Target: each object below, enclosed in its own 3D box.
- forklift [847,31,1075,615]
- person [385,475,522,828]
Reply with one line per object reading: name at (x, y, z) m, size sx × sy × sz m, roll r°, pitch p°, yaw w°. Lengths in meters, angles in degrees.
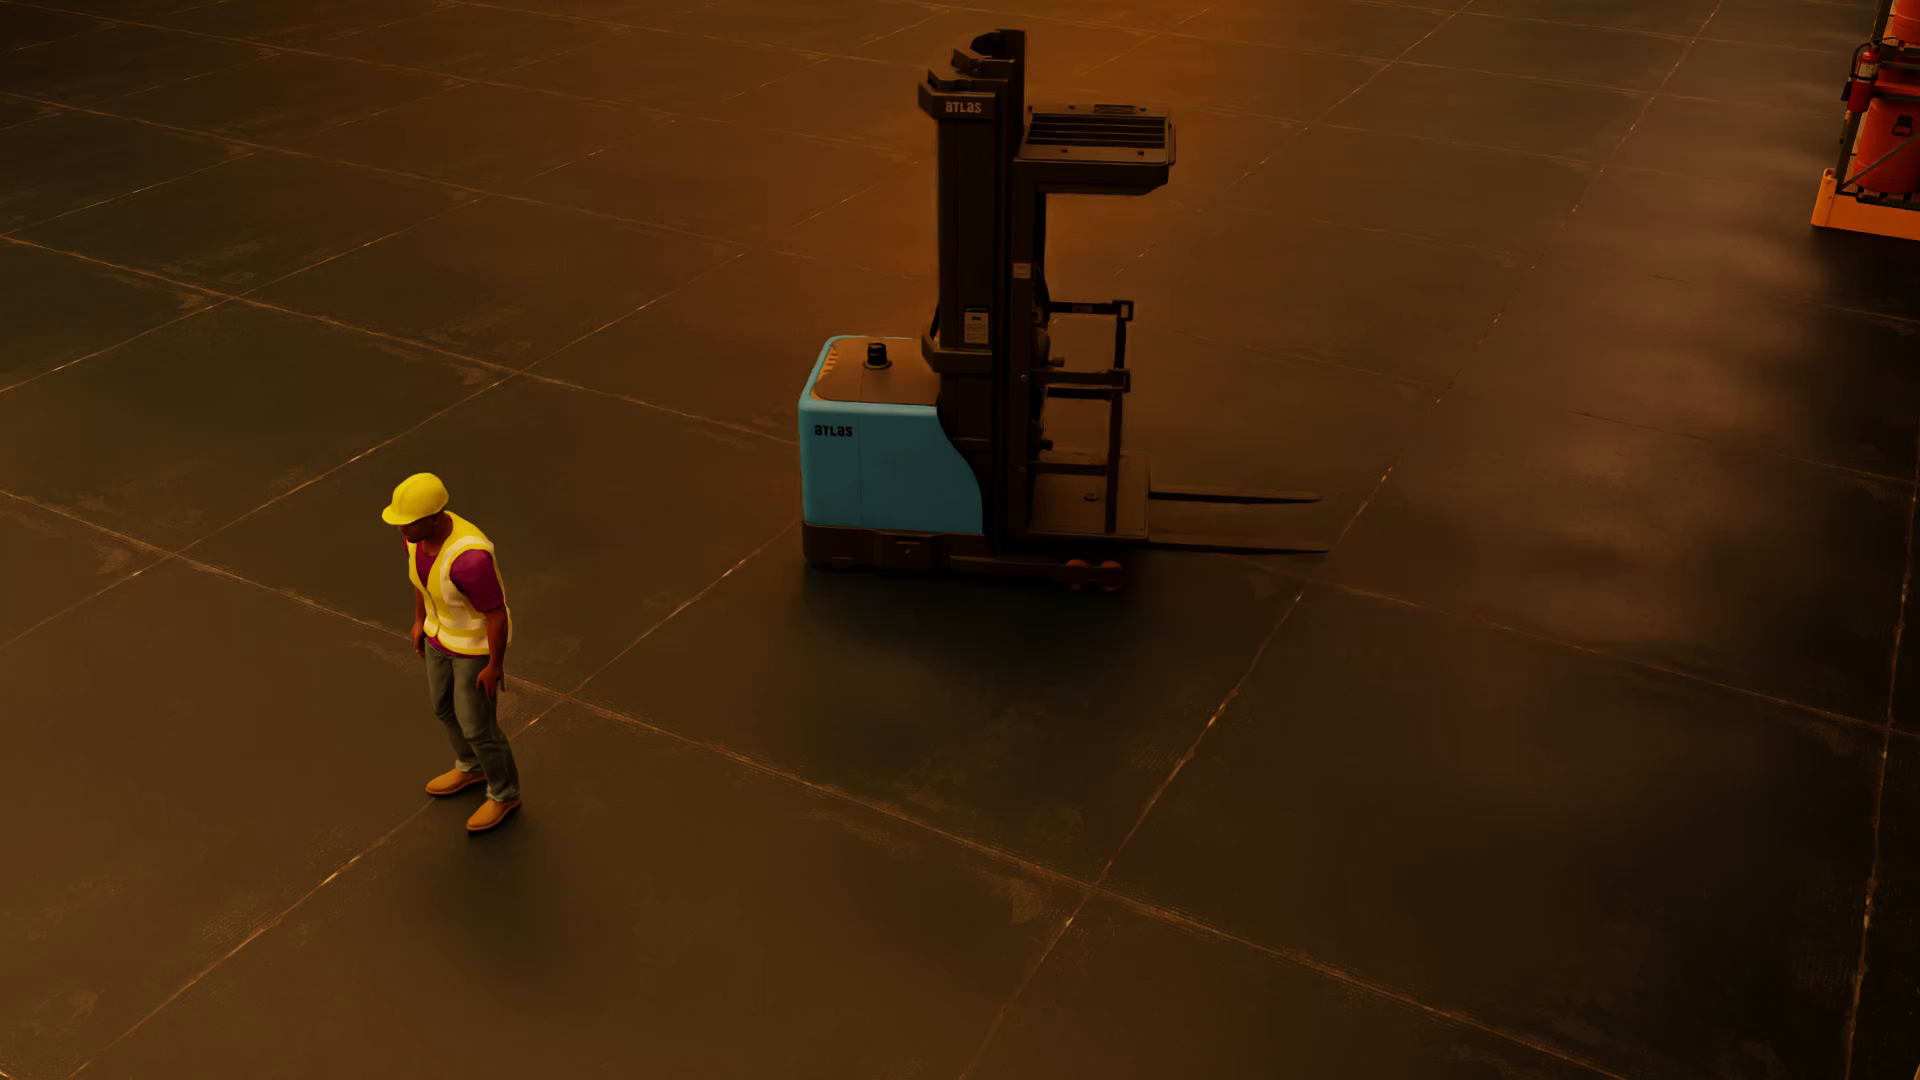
forklift at (0.072, -1.572, 9.794) m, size 1.130 × 2.935 × 3.031 m, roll 3°, pitch 30°, yaw 6°
person at (-2.239, 0.474, 7.425) m, size 0.635 × 1.760 × 0.456 m, roll 23°, pitch 37°, yaw 35°
